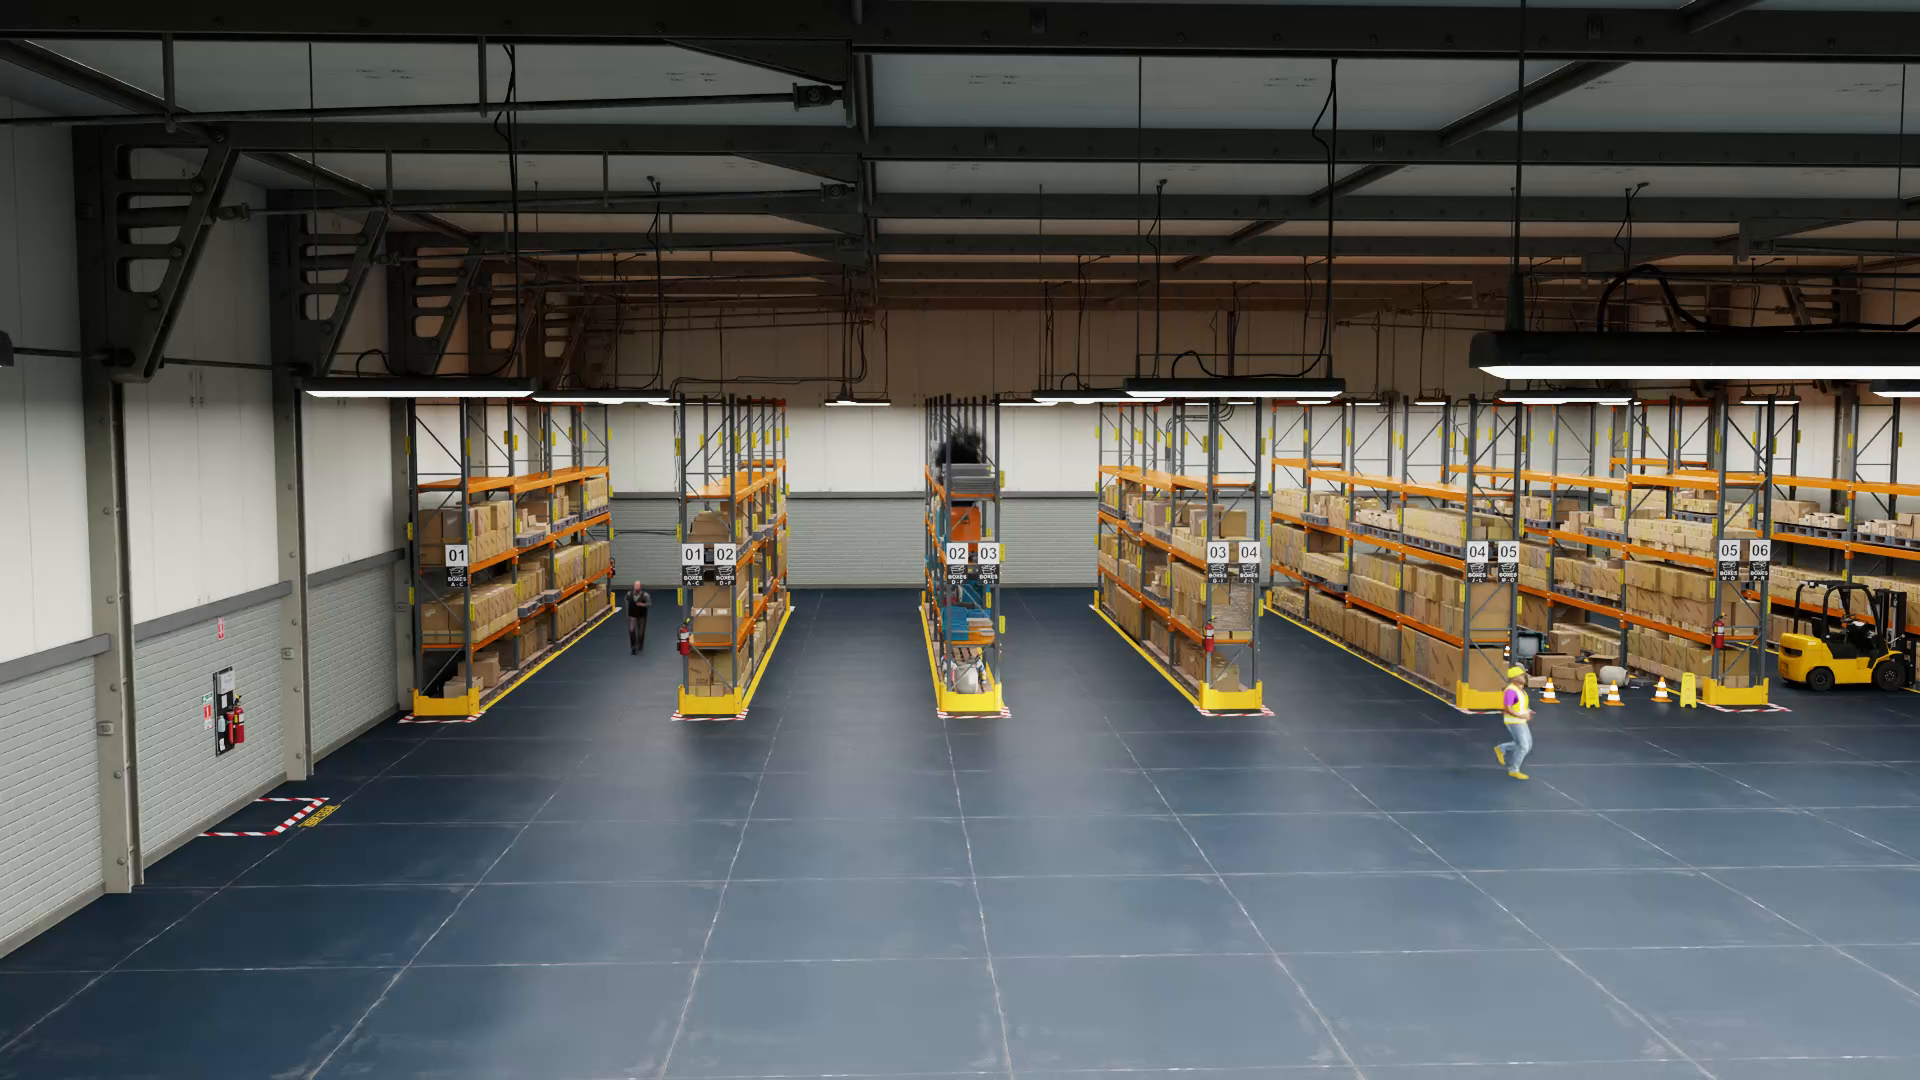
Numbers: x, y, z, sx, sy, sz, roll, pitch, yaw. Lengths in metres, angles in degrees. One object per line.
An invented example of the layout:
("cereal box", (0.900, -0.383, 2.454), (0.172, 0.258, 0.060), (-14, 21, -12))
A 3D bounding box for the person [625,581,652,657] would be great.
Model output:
("person", (-7.479, 1.833, 38.688), (0.633, 1.781, 0.814), (-1, 5, -6))

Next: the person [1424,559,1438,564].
("person", (14.013, 0.936, 49.447), (0.944, 1.743, 0.718), (1, 5, 17))

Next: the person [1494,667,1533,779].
("person", (8.612, 2.829, 25.850), (0.613, 1.727, 0.736), (3, 5, 29))
